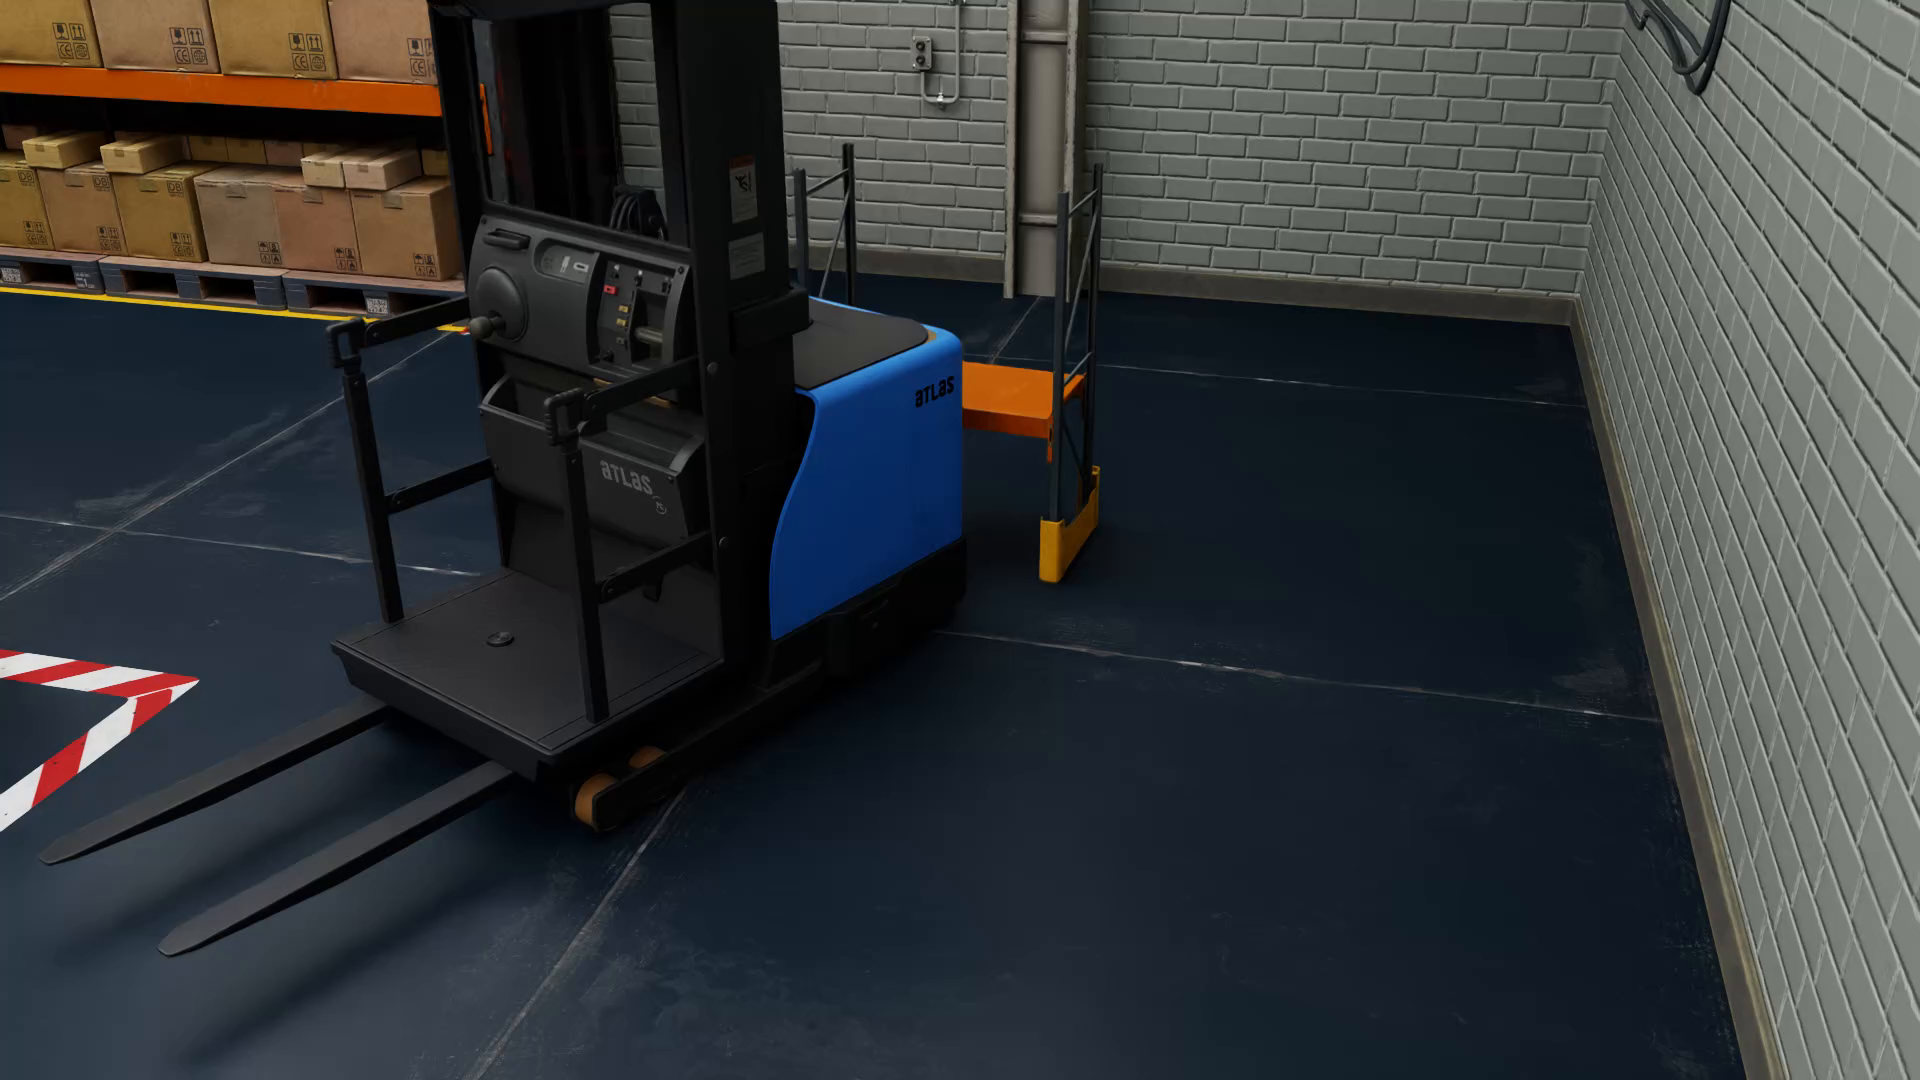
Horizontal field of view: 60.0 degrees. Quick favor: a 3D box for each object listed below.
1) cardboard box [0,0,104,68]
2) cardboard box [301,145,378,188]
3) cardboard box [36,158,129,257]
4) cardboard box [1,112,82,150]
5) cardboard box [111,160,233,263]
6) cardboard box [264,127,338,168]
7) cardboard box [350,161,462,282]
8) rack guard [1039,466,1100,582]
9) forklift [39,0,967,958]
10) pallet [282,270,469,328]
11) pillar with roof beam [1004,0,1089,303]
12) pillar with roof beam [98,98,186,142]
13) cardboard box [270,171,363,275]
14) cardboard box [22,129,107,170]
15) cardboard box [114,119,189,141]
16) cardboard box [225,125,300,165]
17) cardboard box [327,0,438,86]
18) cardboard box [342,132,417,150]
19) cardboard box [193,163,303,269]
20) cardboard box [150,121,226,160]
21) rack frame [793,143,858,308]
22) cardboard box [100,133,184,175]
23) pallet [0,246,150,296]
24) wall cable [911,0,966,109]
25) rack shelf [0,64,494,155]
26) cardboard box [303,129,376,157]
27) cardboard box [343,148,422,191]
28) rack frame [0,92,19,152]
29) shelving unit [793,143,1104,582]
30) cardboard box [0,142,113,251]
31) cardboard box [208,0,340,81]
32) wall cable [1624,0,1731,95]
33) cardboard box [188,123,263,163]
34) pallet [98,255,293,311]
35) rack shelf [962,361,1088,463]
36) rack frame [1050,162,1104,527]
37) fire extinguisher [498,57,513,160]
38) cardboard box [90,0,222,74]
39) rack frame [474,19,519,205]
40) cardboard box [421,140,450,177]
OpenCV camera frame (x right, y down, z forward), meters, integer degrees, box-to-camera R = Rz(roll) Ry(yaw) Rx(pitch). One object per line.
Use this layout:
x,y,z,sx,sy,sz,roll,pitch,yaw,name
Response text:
-4.992,-3.163,9.555,0.700,0.700,0.980,6,26,12,cardboard box
-3.466,-2.097,9.329,0.250,0.149,0.380,7,26,14,cardboard box
-5.035,-2.056,9.998,0.500,0.500,0.700,6,26,12,cardboard box
-5.612,-2.502,10.181,0.250,0.149,0.380,6,26,13,cardboard box
-4.538,-2.000,9.880,0.500,0.500,0.700,7,26,14,cardboard box
-3.857,-2.309,9.776,0.250,0.149,0.380,7,26,14,cardboard box
-3.048,-1.839,9.542,0.500,0.500,0.700,6,26,13,cardboard box
0.439,-0.074,6.614,0.087,0.250,0.587,9,27,18,rack guard
-1.277,-0.700,4.811,1.130,2.935,3.031,18,31,34,forklift
-3.139,-1.538,9.736,1.213,0.211,1.003,6,26,13,pallet
-0.587,-3.732,4.120,0.400,9.000,9.100,6,26,13,pillar with roof beam
-6.398,-4.374,5.469,0.400,9.000,9.100,6,26,13,pillar with roof beam
-3.533,-1.892,9.654,0.500,0.500,0.700,6,26,13,cardboard box
-5.234,-2.291,9.738,0.250,0.149,0.380,7,26,15,cardboard box
-4.845,-2.418,10.005,0.250,0.149,0.380,5,26,11,cardboard box
-4.106,-2.336,9.833,0.250,0.149,0.380,7,26,14,cardboard box
-2.842,-2.930,9.066,0.700,0.700,0.980,8,26,15,cardboard box
-3.368,-2.255,9.663,0.250,0.149,0.380,6,26,13,cardboard box
-4.020,-1.946,9.767,0.500,0.500,0.700,5,26,11,cardboard box
-4.601,-2.391,9.948,0.250,0.149,0.380,7,26,14,cardboard box
-0.517,-0.785,6.654,0.032,1.500,0.500,9,27,18,rack frame
-4.729,-2.235,9.621,0.250,0.149,0.380,6,26,12,cardboard box
-5.502,-1.800,10.284,1.213,0.211,1.003,6,26,13,pallet
-0.870,-3.460,9.346,1.851,1.984,0.084,6,26,13,wall cable
-4.282,-2.634,9.629,4.000,0.370,1.077,6,26,13,rack shelf
-3.610,-2.282,9.719,0.250,0.149,0.380,7,26,13,cardboard box
-3.218,-2.069,9.272,0.250,0.149,0.380,6,26,12,cardboard box
-6.219,-3.173,9.924,0.127,3.000,1.000,6,26,13,rack frame
-0.030,-0.710,6.497,1.083,1.500,0.587,9,27,18,shelving unit
-5.521,-2.111,10.114,0.500,0.500,0.700,7,26,14,cardboard box
-3.549,-3.004,9.220,0.700,0.700,0.980,6,26,13,cardboard box
3.043,-3.297,6.819,0.112,2.526,3.097,6,26,13,wall cable
-4.351,-2.364,9.890,0.250,0.149,0.380,6,26,12,cardboard box
-4.317,-1.670,10.012,1.213,0.211,1.003,6,26,13,pallet
-0.038,-0.549,6.577,1.000,0.185,0.538,9,27,18,rack shelf
0.440,-0.638,6.345,0.032,1.500,0.500,9,27,18,rack frame
-2.314,-2.333,8.684,0.183,0.674,0.296,6,26,13,fire extinguisher
-4.285,-3.089,9.400,0.700,0.700,0.980,5,26,10,cardboard box
-2.345,-2.744,9.025,0.127,3.000,1.000,6,26,13,rack frame
-2.877,-2.201,9.549,0.250,0.149,0.380,6,26,13,cardboard box
